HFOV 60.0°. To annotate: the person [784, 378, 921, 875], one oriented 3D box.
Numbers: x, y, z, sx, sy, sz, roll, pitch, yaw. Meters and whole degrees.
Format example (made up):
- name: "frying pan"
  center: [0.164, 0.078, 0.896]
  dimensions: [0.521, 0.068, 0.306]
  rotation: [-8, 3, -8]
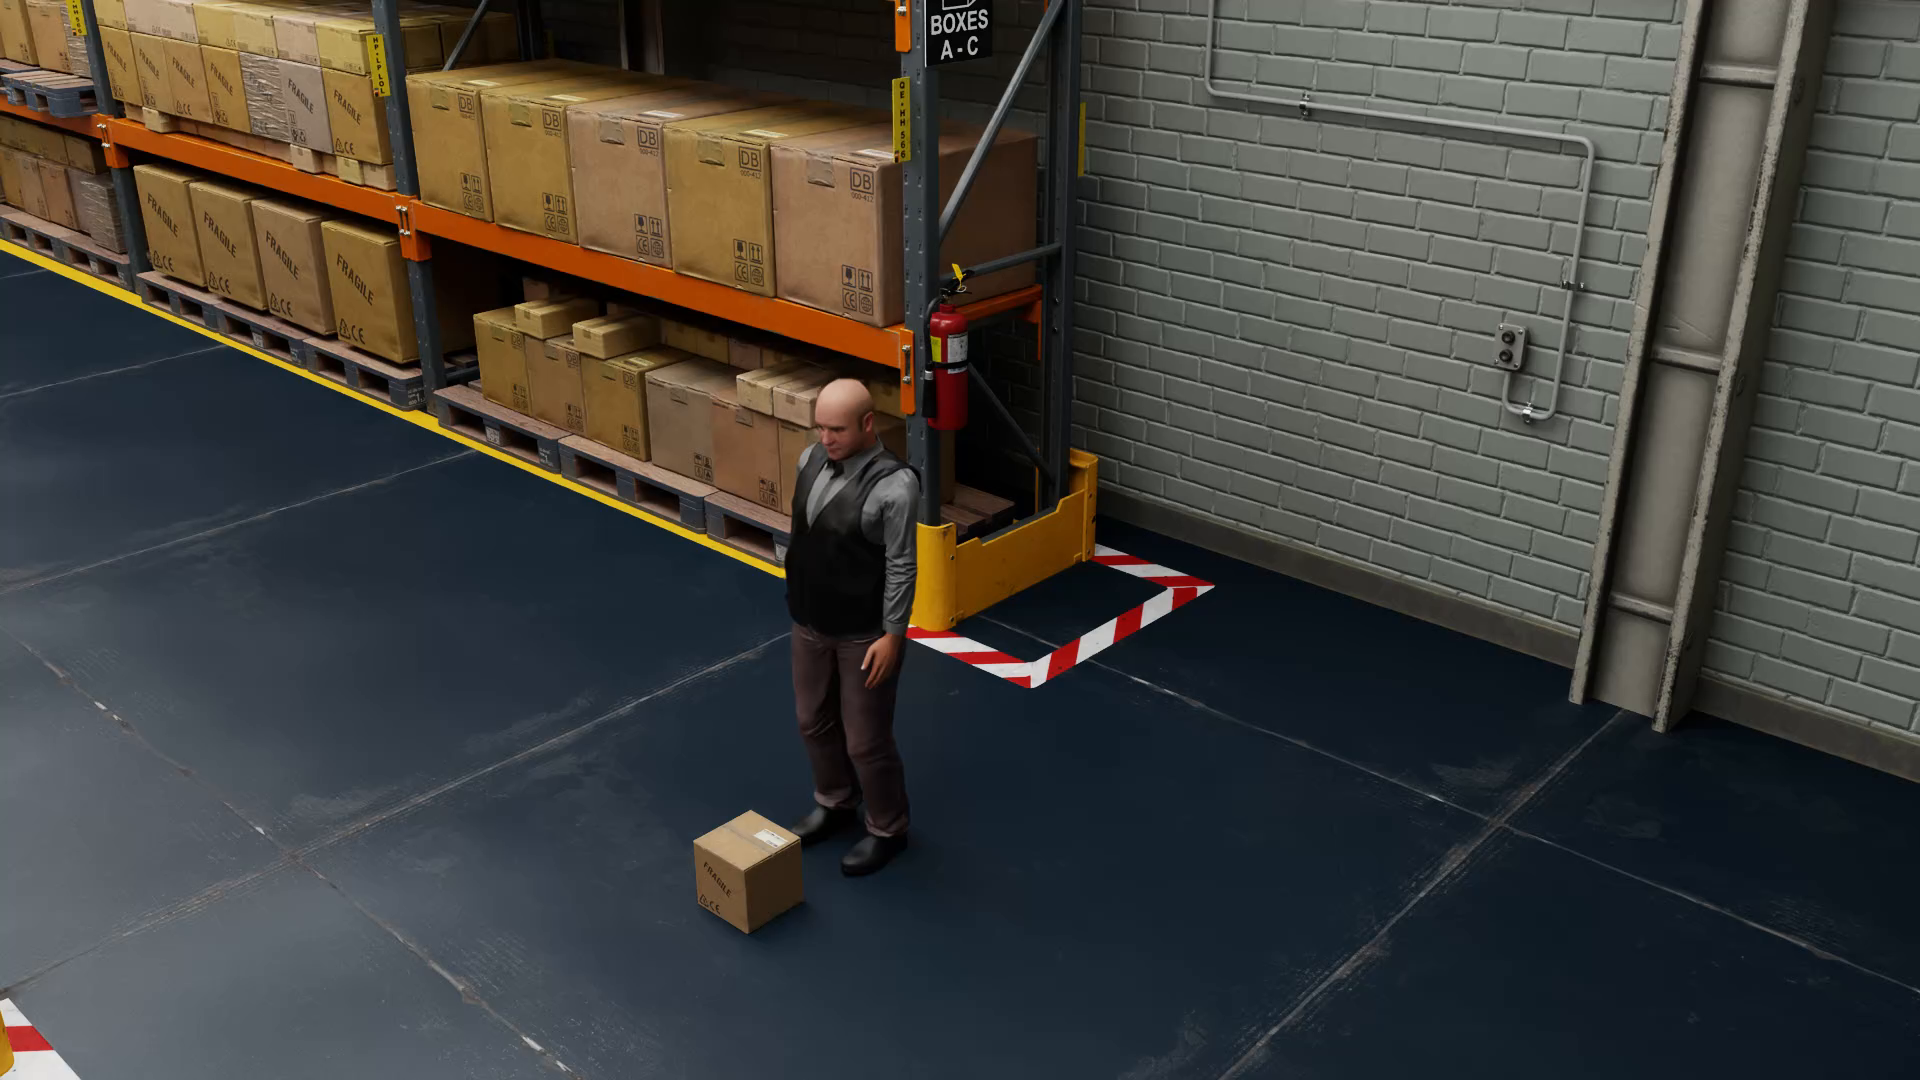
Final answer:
- name: "person"
  center: [-0.355, 0.337, 5.525]
  dimensions: [0.534, 1.597, 0.356]
  rotation: [21, 31, 39]
